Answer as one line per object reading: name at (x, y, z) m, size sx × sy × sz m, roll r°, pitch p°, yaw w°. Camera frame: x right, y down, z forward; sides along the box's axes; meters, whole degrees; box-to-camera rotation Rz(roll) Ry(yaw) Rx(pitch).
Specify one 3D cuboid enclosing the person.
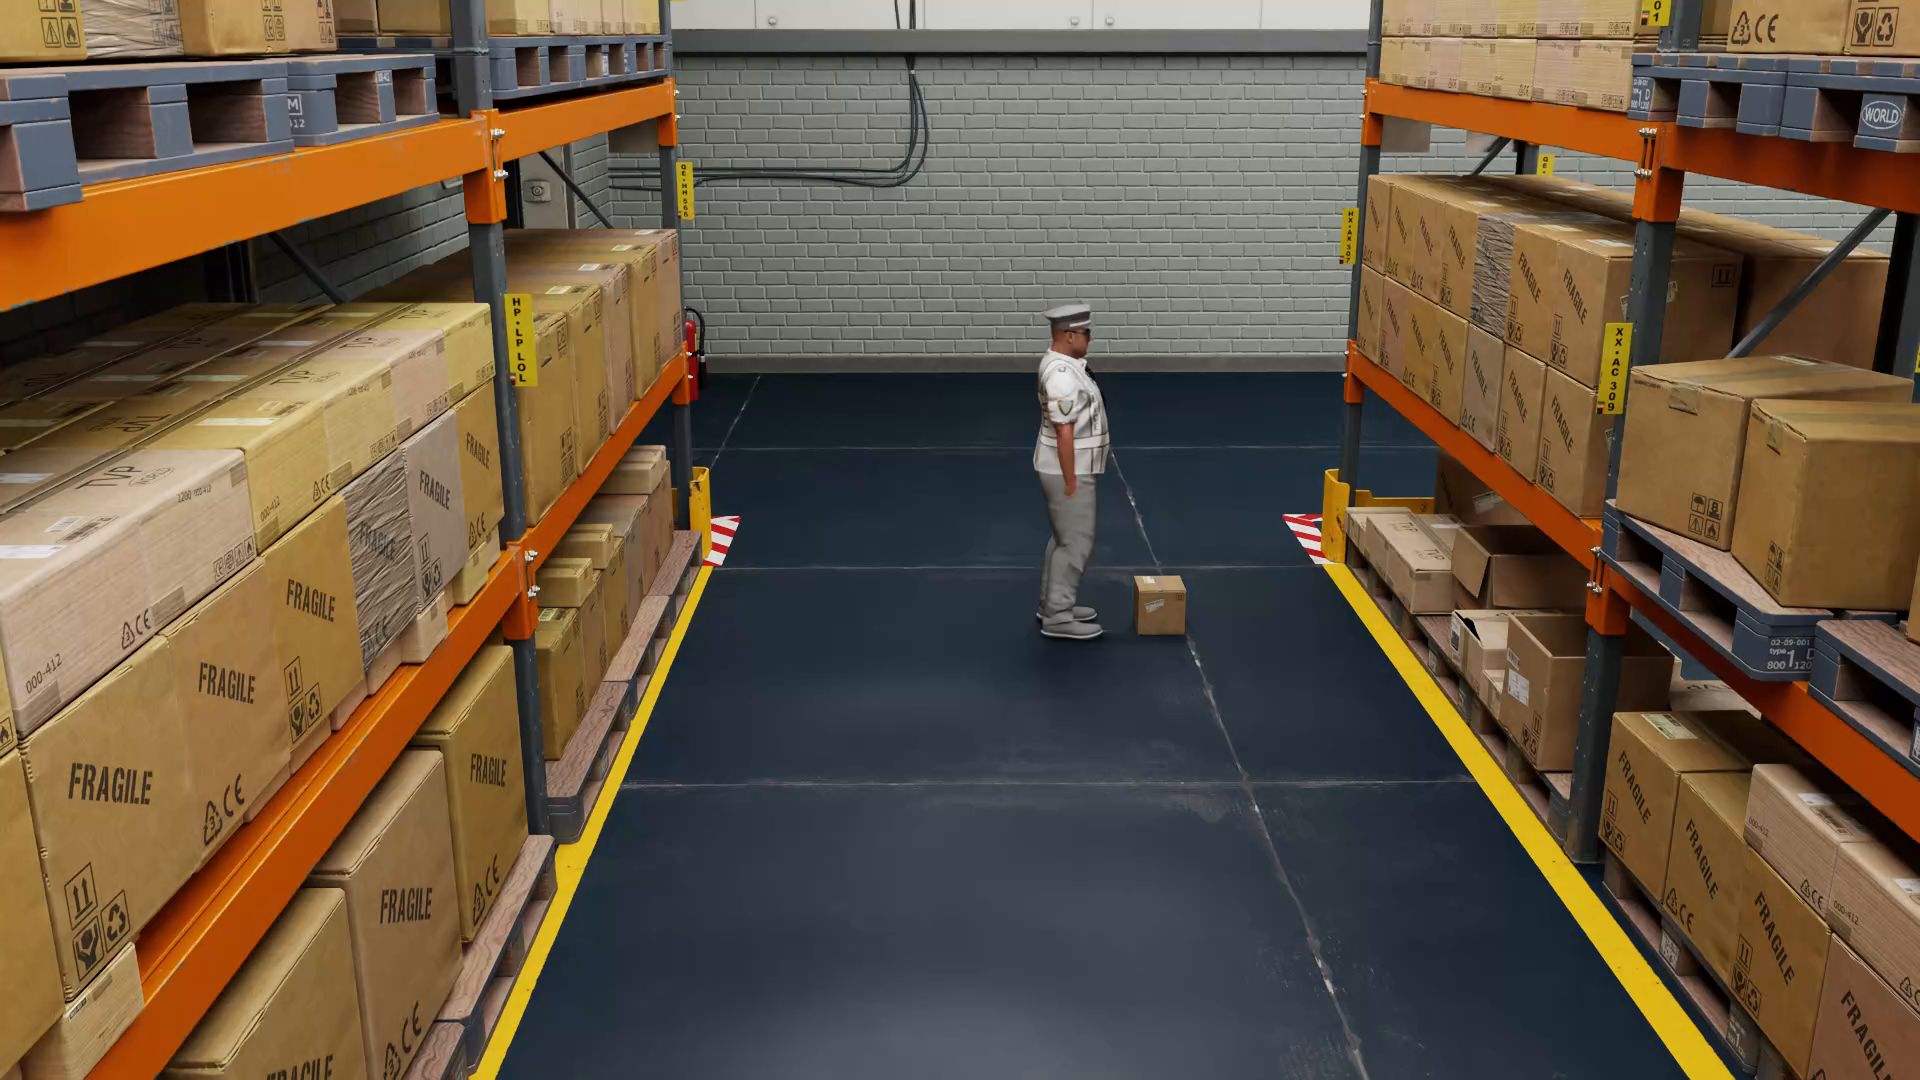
person at (0.582, -0.368, 8.744) m, size 0.393 × 1.746 × 0.528 m, roll 0°, pitch 17°, yaw 0°
